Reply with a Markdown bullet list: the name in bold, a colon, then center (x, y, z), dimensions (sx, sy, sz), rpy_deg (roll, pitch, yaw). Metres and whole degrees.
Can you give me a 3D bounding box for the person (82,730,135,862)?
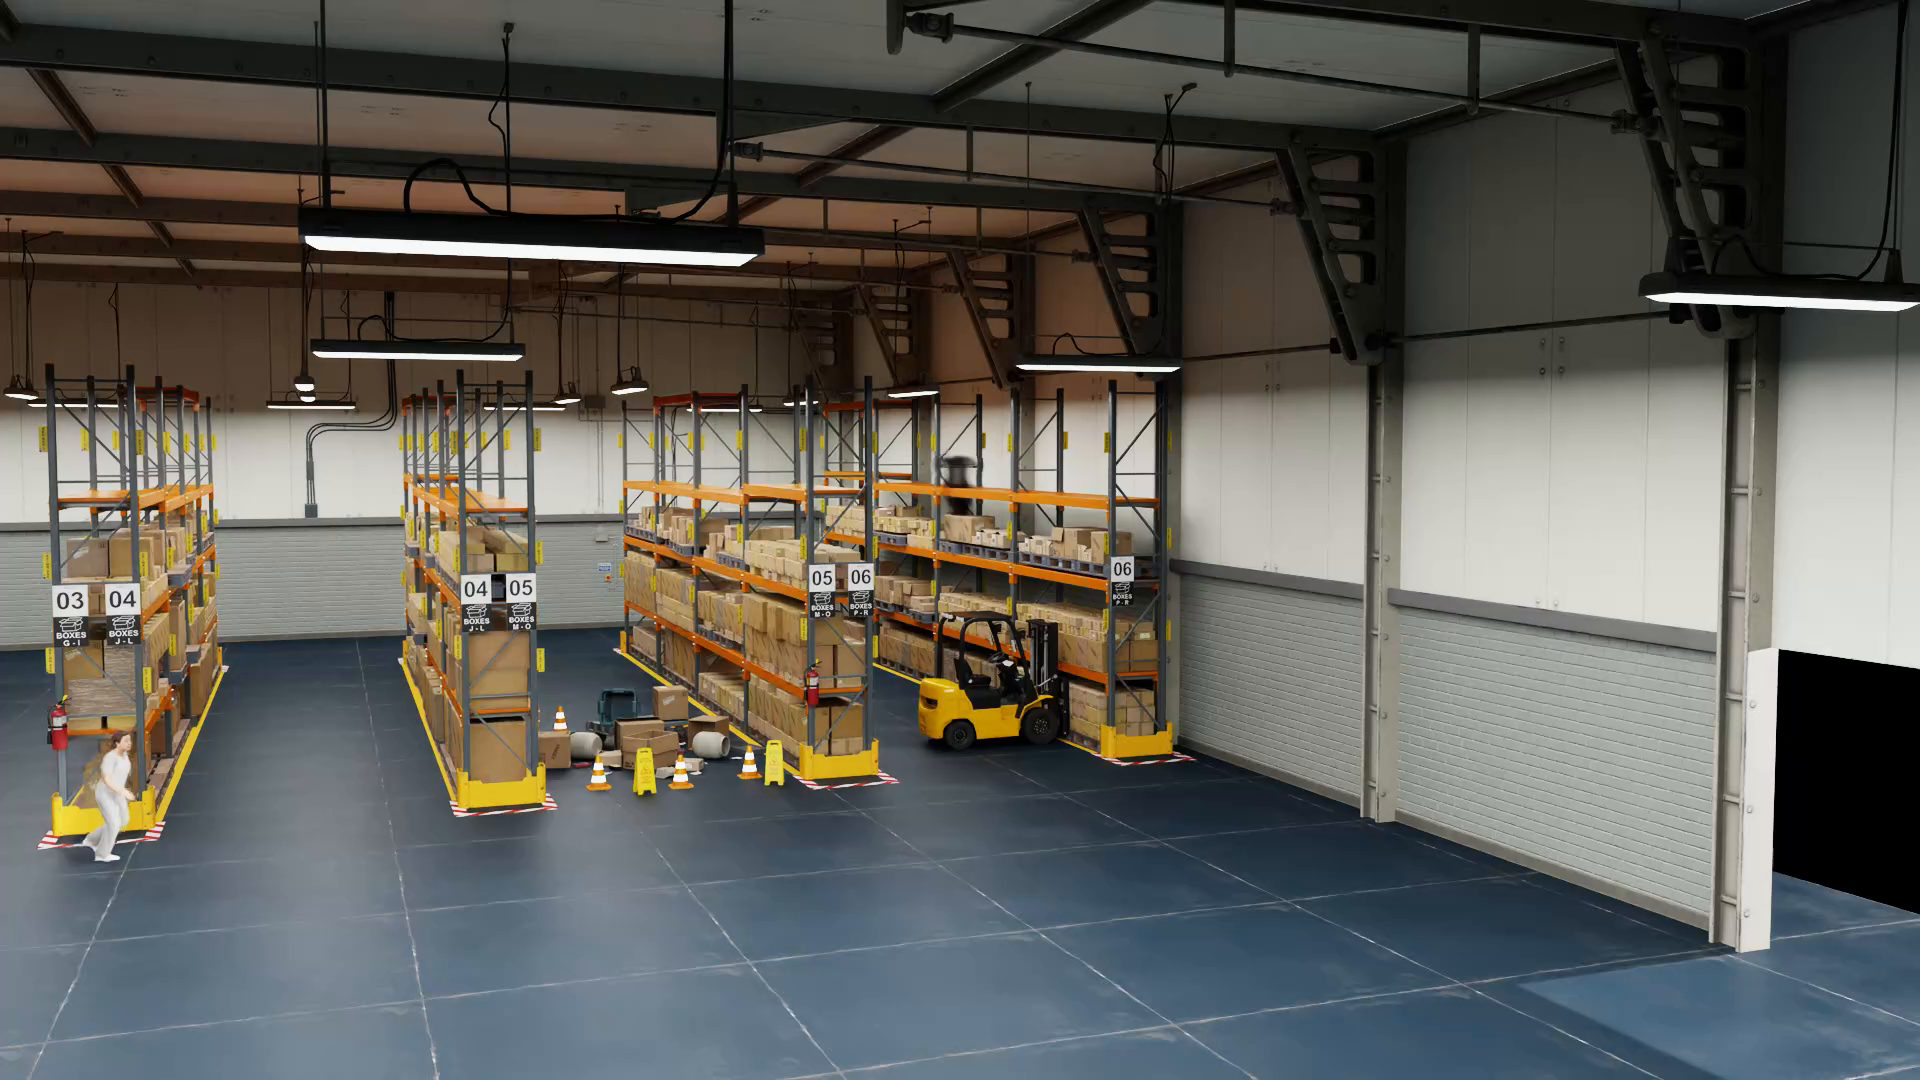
- **person**: center (-10.154, 3.046, 19.829), dimensions (0.721, 1.587, 0.544), rpy_deg (0, 3, 0)
